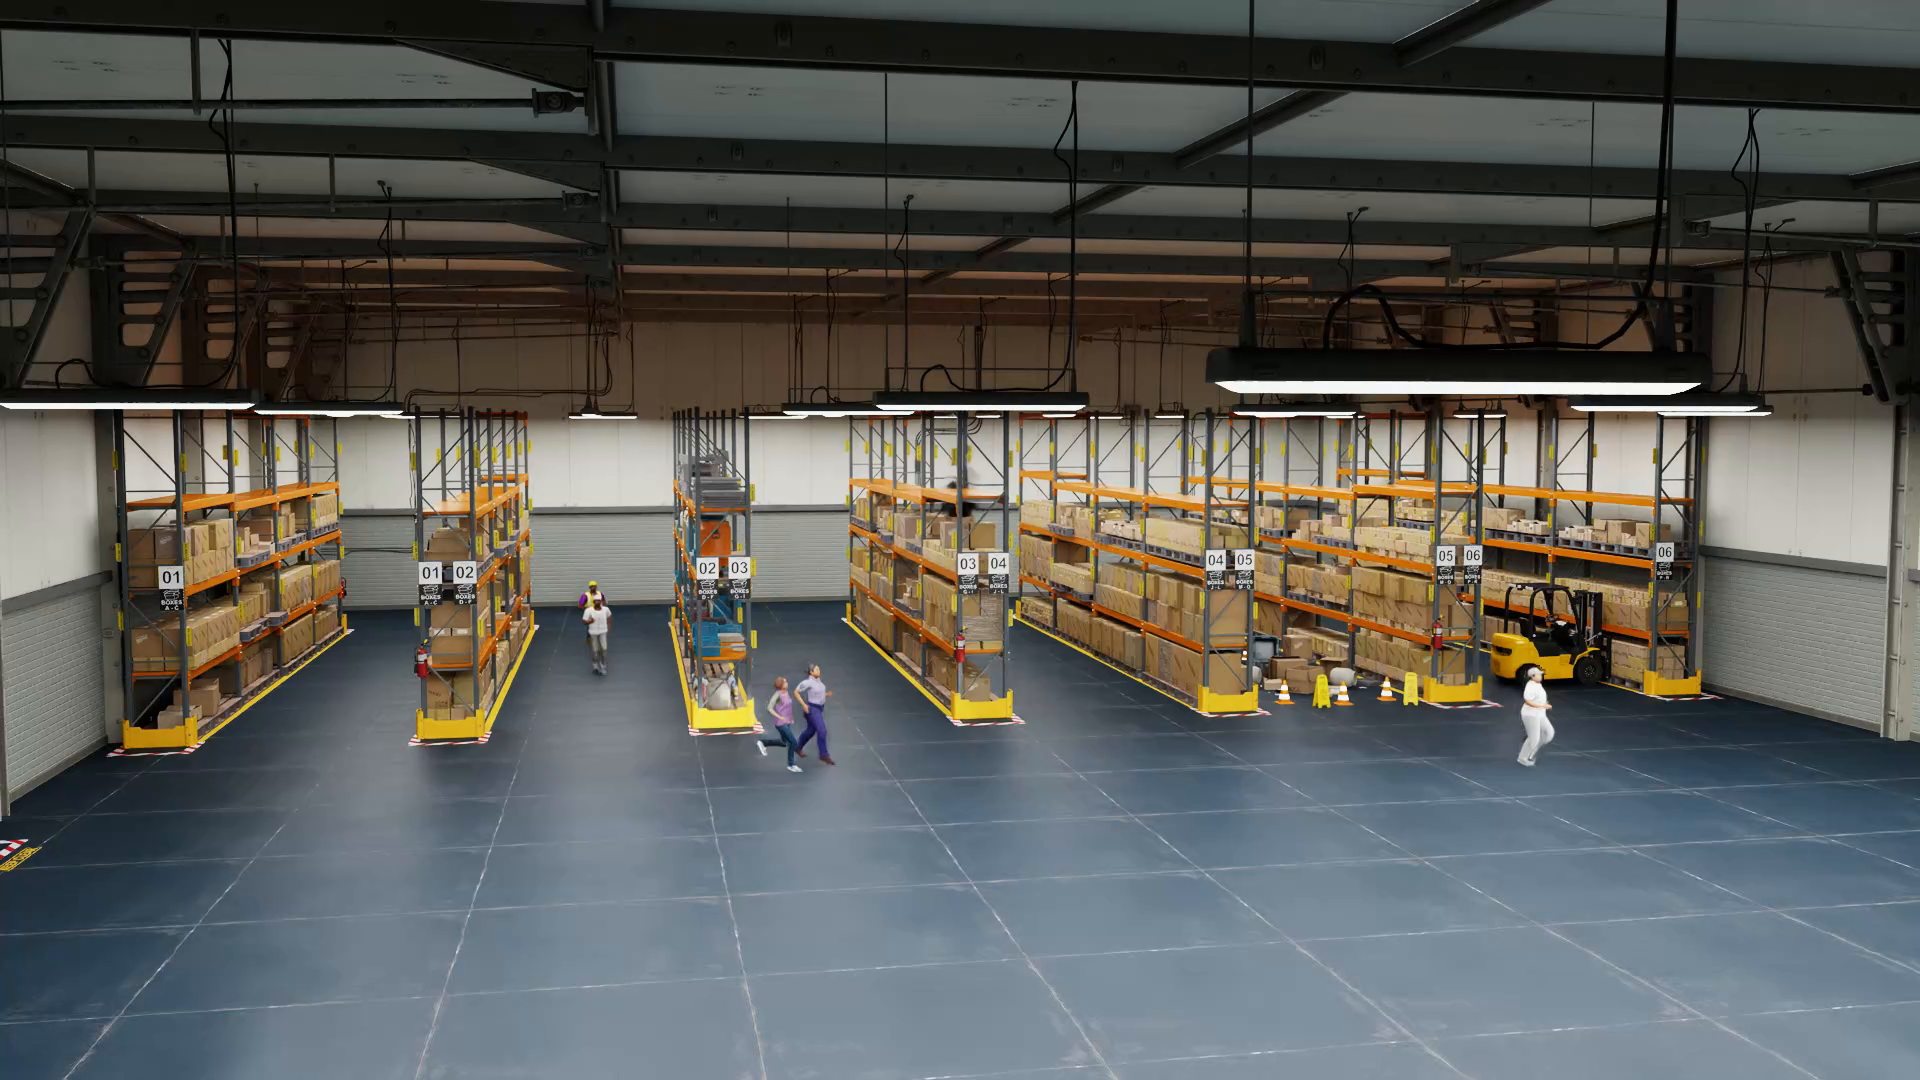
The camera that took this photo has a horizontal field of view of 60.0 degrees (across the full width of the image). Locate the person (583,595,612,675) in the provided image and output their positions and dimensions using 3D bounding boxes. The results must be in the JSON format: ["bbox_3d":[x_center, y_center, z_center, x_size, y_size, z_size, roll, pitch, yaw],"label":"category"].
[{"bbox_3d":[-8.233,2.152,37.823,0.674,1.821,0.729,-1,4,-18],"label":"person"}]

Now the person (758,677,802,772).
[{"bbox_3d":[-2.974,3.024,27.324,0.788,1.567,0.535,1,4,12],"label":"person"}]

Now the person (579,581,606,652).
[{"bbox_3d":[-9.152,1.897,41.527,0.704,1.761,0.887,-2,4,-25],"label":"person"}]

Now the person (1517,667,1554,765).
[{"bbox_3d":[9.572,2.937,27.627,0.568,1.625,0.661,3,5,37],"label":"person"}]

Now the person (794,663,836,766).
[{"bbox_3d":[-2.463,2.909,27.897,0.847,1.688,0.589,1,4,15],"label":"person"}]
